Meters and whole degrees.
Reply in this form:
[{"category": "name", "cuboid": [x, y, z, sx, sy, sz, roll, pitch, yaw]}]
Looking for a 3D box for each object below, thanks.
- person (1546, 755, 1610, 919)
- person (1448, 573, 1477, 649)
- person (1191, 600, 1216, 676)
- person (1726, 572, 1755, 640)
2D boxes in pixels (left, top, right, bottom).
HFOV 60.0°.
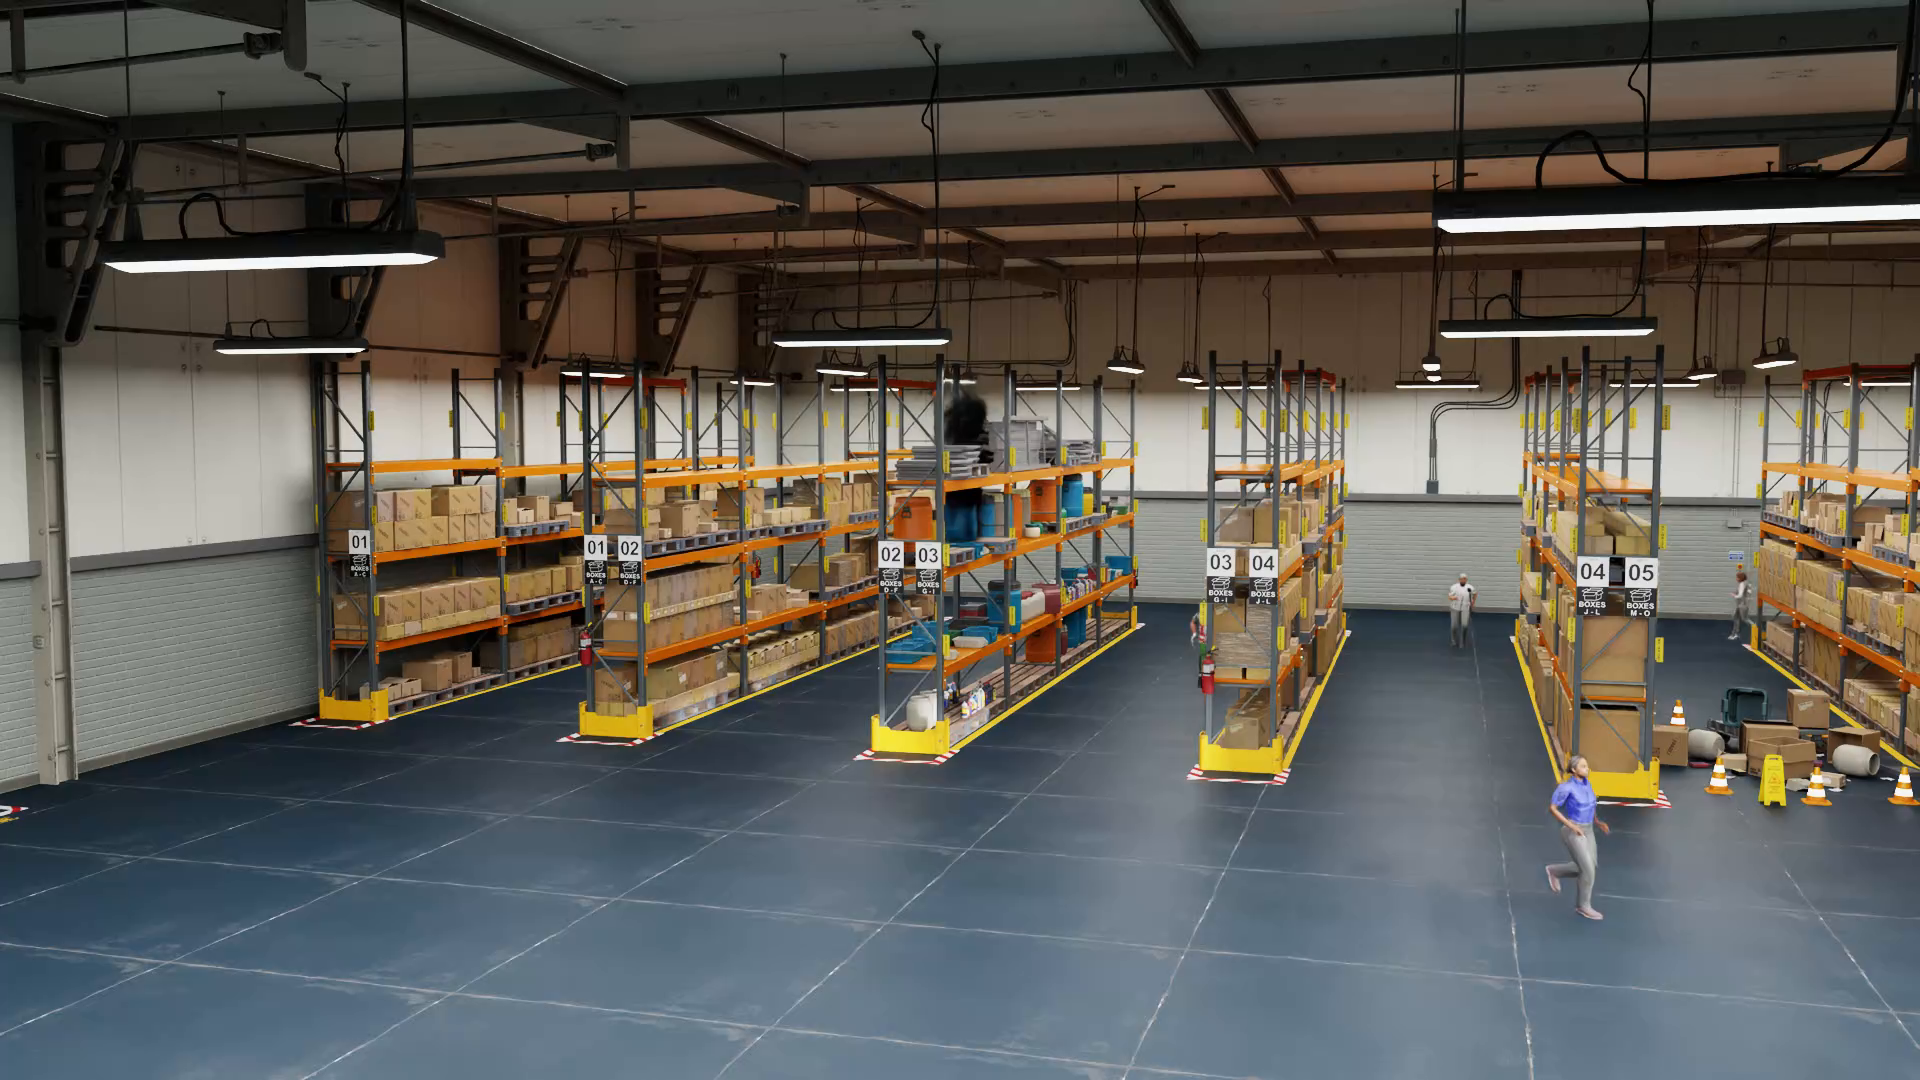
[{"category": "person", "cuboid": [6.244, 2.997, 16.945, 0.577, 1.632, 0.686, -3, 5, -38]}, {"category": "person", "cuboid": [11.061, 1.571, 36.651, 0.607, 1.683, 0.733, 1, 4, 20]}, {"category": "person", "cuboid": [4.551, 1.864, 30.324, 0.665, 1.702, 0.574, 0, 4, 5]}, {"category": "person", "cuboid": [17.811, 1.526, 37.732, 0.739, 1.621, 0.548, 2, 5, 26]}]
